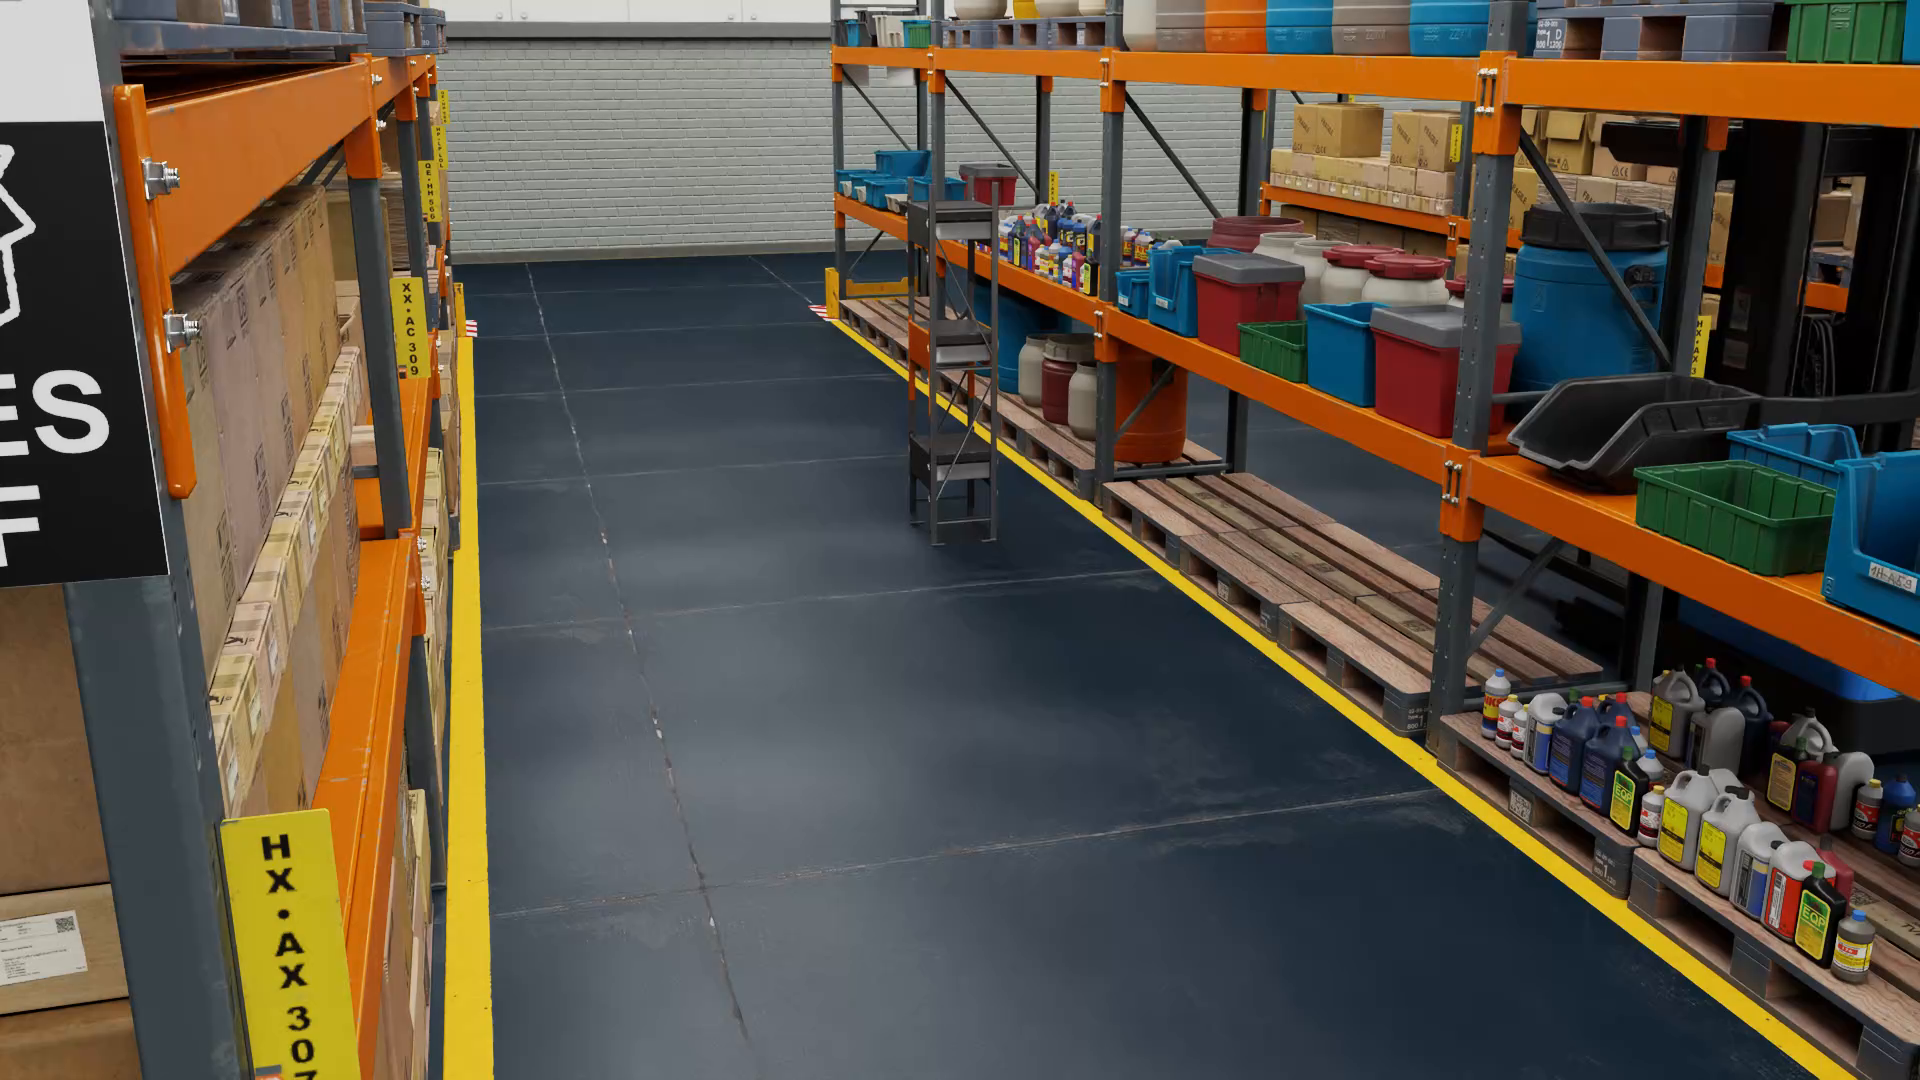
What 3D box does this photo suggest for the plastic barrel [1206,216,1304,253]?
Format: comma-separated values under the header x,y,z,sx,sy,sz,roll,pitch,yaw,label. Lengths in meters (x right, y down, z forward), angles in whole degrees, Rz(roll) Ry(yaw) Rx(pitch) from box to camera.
x,y,z,sx,sy,sz,roll,pitch,yaw,label
1.776,-1.644,9.974,0.600,0.536,0.708,-5,17,-15,plastic barrel

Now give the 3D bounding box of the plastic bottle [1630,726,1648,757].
x,y,z,sx,sy,sz,roll,pitch,yaw,label
2.435,0.806,6.033,0.097,0.271,0.097,0,17,0,plastic bottle

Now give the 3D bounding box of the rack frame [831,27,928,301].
x,y,z,sx,sy,sz,roll,pitch,yaw,label
-0.842,-3.896,17.708,1.000,3.000,0.127,-5,17,-15,rack frame

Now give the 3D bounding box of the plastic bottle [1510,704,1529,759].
x,y,z,sx,sy,sz,roll,pitch,yaw,label
2.178,0.732,6.401,0.097,0.201,0.097,0,17,0,plastic bottle

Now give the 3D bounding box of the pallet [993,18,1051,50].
x,y,z,sx,sy,sz,roll,pitch,yaw,label
0.882,-3.613,11.881,1.003,0.211,1.213,-5,17,-15,pallet

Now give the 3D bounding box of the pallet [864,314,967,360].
x,y,z,sx,sy,sz,roll,pitch,yaw,label
-0.321,-1.992,16.218,1.003,0.211,1.213,-5,17,-15,pallet

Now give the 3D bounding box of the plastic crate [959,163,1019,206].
x,y,z,sx,sy,sz,roll,pitch,yaw,label
0.254,-3.116,14.895,0.402,0.464,0.583,-5,17,-15,plastic crate

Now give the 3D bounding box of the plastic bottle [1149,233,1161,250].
x,y,z,sx,sy,sz,roll,pitch,yaw,label
1.365,-2.005,11.615,0.061,0.283,0.133,-5,17,-15,plastic bottle

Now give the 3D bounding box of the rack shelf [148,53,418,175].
x,y,z,sx,sy,sz,roll,pitch,yaw,label
-2.857,-1.831,6.871,1.077,0.370,4.000,-5,17,-15,rack shelf

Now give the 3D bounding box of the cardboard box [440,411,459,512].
x,y,z,sx,sy,sz,roll,pitch,yaw,label
-3.257,-0.455,9.832,0.500,0.500,0.500,-4,17,-13,cardboard box

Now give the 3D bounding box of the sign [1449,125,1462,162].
x,y,z,sx,sy,sz,roll,pitch,yaw,label
4.487,-3.589,15.045,0.100,0.325,0.005,-5,17,-15,sign

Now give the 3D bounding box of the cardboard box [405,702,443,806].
x,y,z,sx,sy,sz,roll,pitch,yaw,label
-2.180,0.799,6.129,0.500,0.250,0.500,-5,17,-17,cardboard box

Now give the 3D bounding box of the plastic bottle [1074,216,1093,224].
x,y,z,sx,sy,sz,roll,pitch,yaw,label
0.953,-2.369,12.840,0.152,0.276,0.135,-5,17,-15,plastic bottle

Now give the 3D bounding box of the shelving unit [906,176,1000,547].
x,y,z,sx,sy,sz,roll,pitch,yaw,label
-0.045,-1.051,9.802,0.431,2.100,0.503,-5,17,-15,shelving unit

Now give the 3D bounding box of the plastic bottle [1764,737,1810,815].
x,y,z,sx,sy,sz,roll,pitch,yaw,label
2.960,0.827,5.943,0.061,0.283,0.133,-5,17,-15,plastic bottle

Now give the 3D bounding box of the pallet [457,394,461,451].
x,y,z,sx,sy,sz,roll,pitch,yaw,label
-4.246,-0.841,12.386,1.003,0.211,1.213,-5,17,-15,pallet

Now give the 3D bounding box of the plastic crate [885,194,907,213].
x,y,z,sx,sy,sz,roll,pitch,yaw,label
-0.510,-3.150,15.578,0.293,0.136,0.466,-5,17,-15,plastic crate

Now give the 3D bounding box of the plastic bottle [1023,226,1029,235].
x,y,z,sx,sy,sz,roll,pitch,yaw,label
0.493,-2.114,11.980,0.061,0.283,0.133,-5,17,-15,plastic bottle

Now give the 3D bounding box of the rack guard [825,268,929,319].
x,y,z,sx,sy,sz,roll,pitch,yaw,label
-0.861,-2.704,18.086,1.175,0.500,0.348,-5,17,-15,rack guard

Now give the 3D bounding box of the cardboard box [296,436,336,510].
x,y,z,sx,sy,sz,roll,pitch,yaw,label
-1.679,-0.135,3.886,0.380,0.149,0.250,-4,17,-14,cardboard box

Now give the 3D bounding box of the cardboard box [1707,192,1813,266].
x,y,z,sx,sy,sz,roll,pitch,yaw,label
5.745,-2.239,12.020,0.500,0.500,0.500,-4,17,-14,cardboard box

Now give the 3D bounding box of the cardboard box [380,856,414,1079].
x,y,z,sx,sy,sz,roll,pitch,yaw,label
-1.551,1.096,3.836,0.500,0.500,0.500,-5,17,-15,cardboard box

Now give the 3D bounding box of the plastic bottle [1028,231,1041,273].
x,y,z,sx,sy,sz,roll,pitch,yaw,label
0.522,-2.022,11.671,0.061,0.283,0.133,-5,17,-15,plastic bottle

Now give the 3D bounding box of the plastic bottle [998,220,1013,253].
x,y,z,sx,sy,sz,roll,pitch,yaw,label
0.337,-2.252,12.450,0.152,0.276,0.135,-5,17,-15,plastic bottle

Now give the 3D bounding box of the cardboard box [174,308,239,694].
x,y,z,sx,sy,sz,roll,pitch,yaw,label
-1.488,-0.039,2.438,0.700,0.500,0.500,-5,17,-17,cardboard box

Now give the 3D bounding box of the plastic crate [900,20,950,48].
x,y,z,sx,sy,sz,roll,pitch,yaw,label
-0.299,-4.373,14.371,0.416,0.233,0.300,-5,17,-15,plastic crate

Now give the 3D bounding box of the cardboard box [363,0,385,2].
x,y,z,sx,sy,sz,roll,pitch,yaw,label
-3.559,-2.895,8.988,0.910,0.500,0.500,-5,17,-15,cardboard box

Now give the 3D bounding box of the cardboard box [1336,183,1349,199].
x,y,z,sx,sy,sz,roll,pitch,yaw,label
4.125,-3.618,17.218,0.380,0.149,0.250,-5,17,-17,cardboard box

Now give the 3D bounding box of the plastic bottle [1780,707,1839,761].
x,y,z,sx,sy,sz,roll,pitch,yaw,label
3.052,0.779,5.984,0.144,0.351,0.185,-5,17,-16,plastic bottle

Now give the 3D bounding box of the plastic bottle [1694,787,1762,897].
x,y,z,sx,sy,sz,roll,pitch,yaw,label
2.499,0.959,5.387,0.144,0.351,0.185,-4,17,-13,plastic bottle

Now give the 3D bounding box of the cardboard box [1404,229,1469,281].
x,y,z,sx,sy,sz,roll,pitch,yaw,label
4.916,-2.554,16.202,0.875,0.875,0.875,-5,17,-15,cardboard box

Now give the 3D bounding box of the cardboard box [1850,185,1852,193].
x,y,z,sx,sy,sz,roll,pitch,yaw,label
9.338,-3.548,16.987,0.380,0.149,0.250,-5,17,-17,cardboard box

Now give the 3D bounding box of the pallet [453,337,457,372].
x,y,z,sx,sy,sz,roll,pitch,yaw,label
-5.033,-1.591,14.884,1.003,0.211,1.213,-5,17,-15,pallet

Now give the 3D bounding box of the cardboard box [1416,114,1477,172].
x,y,z,sx,sy,sz,roll,pitch,yaw,label
4.637,-3.717,15.552,0.500,0.500,0.500,-4,17,-14,cardboard box

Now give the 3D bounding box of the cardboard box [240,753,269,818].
x,y,z,sx,sy,sz,roll,pitch,yaw,label
-1.473,0.597,2.575,0.700,0.500,0.500,-4,17,-14,cardboard box

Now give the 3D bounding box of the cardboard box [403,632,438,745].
x,y,z,sx,sy,sz,roll,pitch,yaw,label
-2.181,0.527,6.058,0.500,0.311,0.500,-5,17,-15,cardboard box

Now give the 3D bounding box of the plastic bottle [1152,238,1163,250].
x,y,z,sx,sy,sz,roll,pitch,yaw,label
1.358,-1.924,11.367,0.097,0.271,0.097,0,17,0,plastic bottle

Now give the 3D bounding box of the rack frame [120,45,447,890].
x,y,z,sx,sy,sz,roll,pitch,yaw,label
-2.307,-0.186,5.358,1.000,3.000,0.127,-5,17,-15,rack frame

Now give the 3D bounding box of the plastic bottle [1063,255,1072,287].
x,y,z,sx,sy,sz,roll,pitch,yaw,label
0.731,-1.790,11.043,0.097,0.201,0.097,0,17,0,plastic bottle

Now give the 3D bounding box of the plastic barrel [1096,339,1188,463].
x,y,z,sx,sy,sz,roll,pitch,yaw,label
1.206,-0.979,11.039,0.600,0.830,0.708,-5,17,-15,plastic barrel

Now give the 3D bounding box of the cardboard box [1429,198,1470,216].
x,y,z,sx,sy,sz,roll,pitch,yaw,label
4.621,-3.119,15.559,0.380,0.149,0.250,-5,17,-15,cardboard box

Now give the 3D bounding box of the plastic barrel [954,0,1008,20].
x,y,z,sx,sy,sz,roll,pitch,yaw,label
0.161,-4.327,12.962,0.433,0.535,0.433,0,17,0,plastic barrel

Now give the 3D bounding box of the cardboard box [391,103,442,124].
x,y,z,sx,sy,sz,roll,pitch,yaw,label
-5.079,-3.791,15.447,0.500,0.500,0.500,-4,17,-14,cardboard box

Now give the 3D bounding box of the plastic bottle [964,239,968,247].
x,y,z,sx,sy,sz,roll,pitch,yaw,label
0.119,-2.471,13.179,0.152,0.276,0.135,-5,17,-15,plastic bottle

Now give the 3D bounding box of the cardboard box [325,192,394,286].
x,y,z,sx,sy,sz,roll,pitch,yaw,label
-3.688,-1.707,9.516,0.700,0.500,0.500,-12,20,-34,cardboard box

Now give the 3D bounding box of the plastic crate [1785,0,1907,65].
x,y,z,sx,sy,sz,roll,pitch,yaw,label
2.628,-1.454,4.732,0.336,0.188,0.450,-5,17,-15,plastic crate

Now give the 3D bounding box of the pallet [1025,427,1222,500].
x,y,z,sx,sy,sz,roll,pitch,yaw,label
1.100,-0.562,11.457,1.003,0.211,1.213,-5,17,-15,pallet

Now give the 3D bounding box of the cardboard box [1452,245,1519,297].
x,y,z,sx,sy,sz,roll,pitch,yaw,label
5.215,-2.189,14.989,1.225,0.875,0.875,-5,17,-15,cardboard box

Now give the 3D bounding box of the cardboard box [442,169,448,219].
x,y,z,sx,sy,sz,roll,pitch,yaw,label
-4.943,-3.169,15.115,0.500,0.500,0.500,-5,17,-15,cardboard box

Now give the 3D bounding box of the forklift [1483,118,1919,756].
x,y,z,sx,sy,sz,roll,pitch,yaw,label
3.662,-0.905,7.871,1.130,2.935,3.031,-5,17,-15,forklift

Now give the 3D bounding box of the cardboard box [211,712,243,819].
x,y,z,sx,sy,sz,roll,pitch,yaw,label
-1.184,0.363,2.227,0.380,0.149,0.250,-5,17,-17,cardboard box

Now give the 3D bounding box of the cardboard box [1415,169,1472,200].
x,y,z,sx,sy,sz,roll,pitch,yaw,label
4.646,-3.353,15.644,0.500,0.250,0.500,-5,17,-16,cardboard box

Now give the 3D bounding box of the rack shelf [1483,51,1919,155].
x,y,z,sx,sy,sz,roll,pitch,yaw,label
3.006,-1.116,4.488,1.077,0.370,4.000,-5,17,-15,rack shelf

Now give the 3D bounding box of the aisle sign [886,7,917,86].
x,y,z,sx,sy,sz,roll,pitch,yaw,label
-0.580,-5.184,17.477,0.394,0.787,0.004,-5,17,-15,aisle sign

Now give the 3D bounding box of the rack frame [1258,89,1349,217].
x,y,z,sx,sy,sz,roll,pitch,yaw,label
3.921,-4.288,19.012,1.000,3.000,0.127,-5,17,-15,rack frame

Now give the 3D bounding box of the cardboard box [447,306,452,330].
x,y,z,sx,sy,sz,roll,pitch,yaw,label
-4.987,-2.003,15.421,0.500,0.250,0.500,-5,17,-15,cardboard box

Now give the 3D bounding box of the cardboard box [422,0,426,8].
x,y,z,sx,sy,sz,roll,pitch,yaw,label
-4.666,-4.435,13.679,0.500,0.250,0.500,-5,17,-15,cardboard box
